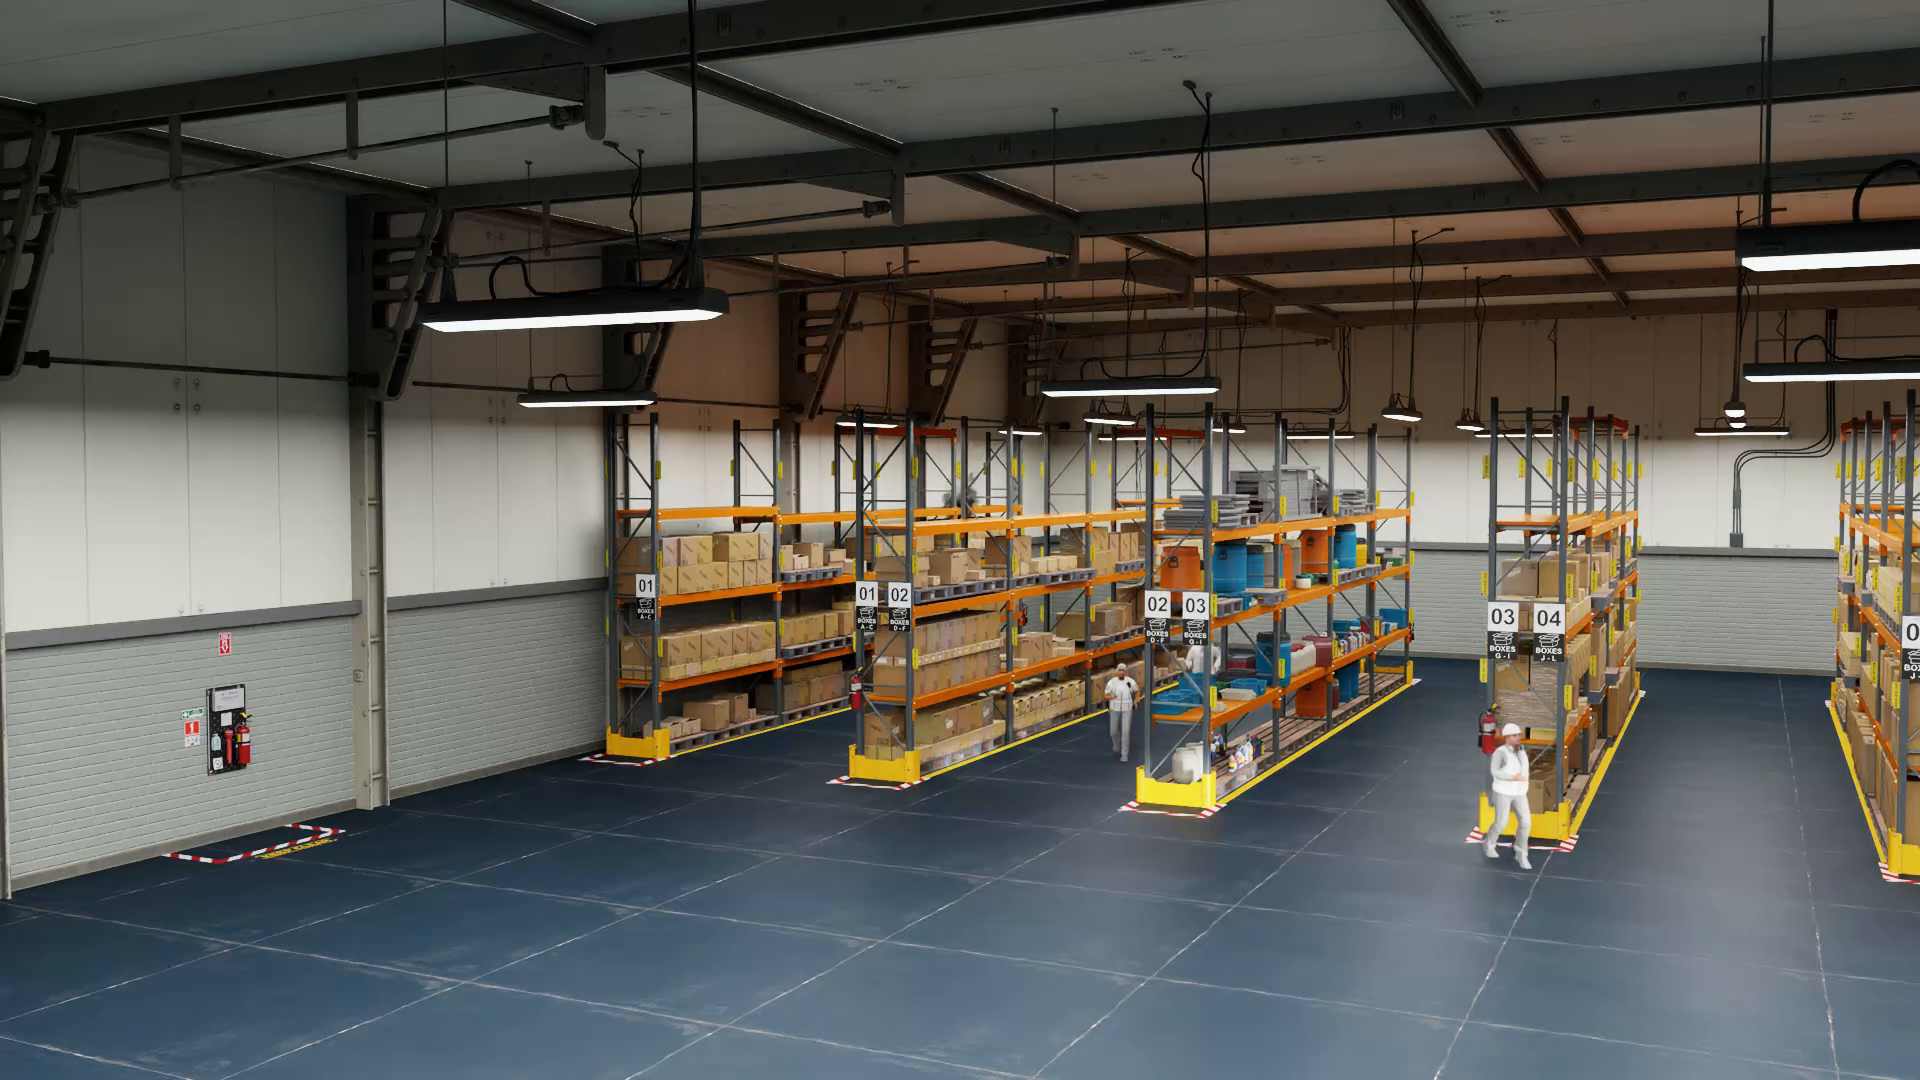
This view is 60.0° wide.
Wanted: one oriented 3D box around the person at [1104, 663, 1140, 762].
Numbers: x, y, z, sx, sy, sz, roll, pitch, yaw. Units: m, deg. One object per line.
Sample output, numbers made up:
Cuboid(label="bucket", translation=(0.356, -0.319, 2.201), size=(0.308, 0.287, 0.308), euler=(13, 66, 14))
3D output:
Cuboid(label="person", translation=(2.804, 2.956, 28.802), size=(0.619, 1.642, 0.897), euler=(0, 2, 9))

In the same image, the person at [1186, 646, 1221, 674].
Cuboid(label="person", translation=(4.827, 2.729, 32.978), size=(0.710, 1.771, 0.993), euler=(1, 2, 16))

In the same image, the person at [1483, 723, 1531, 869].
Cuboid(label="person", translation=(6.982, 3.241, 21.095), size=(0.670, 1.849, 0.759), euler=(-1, 3, -21))
